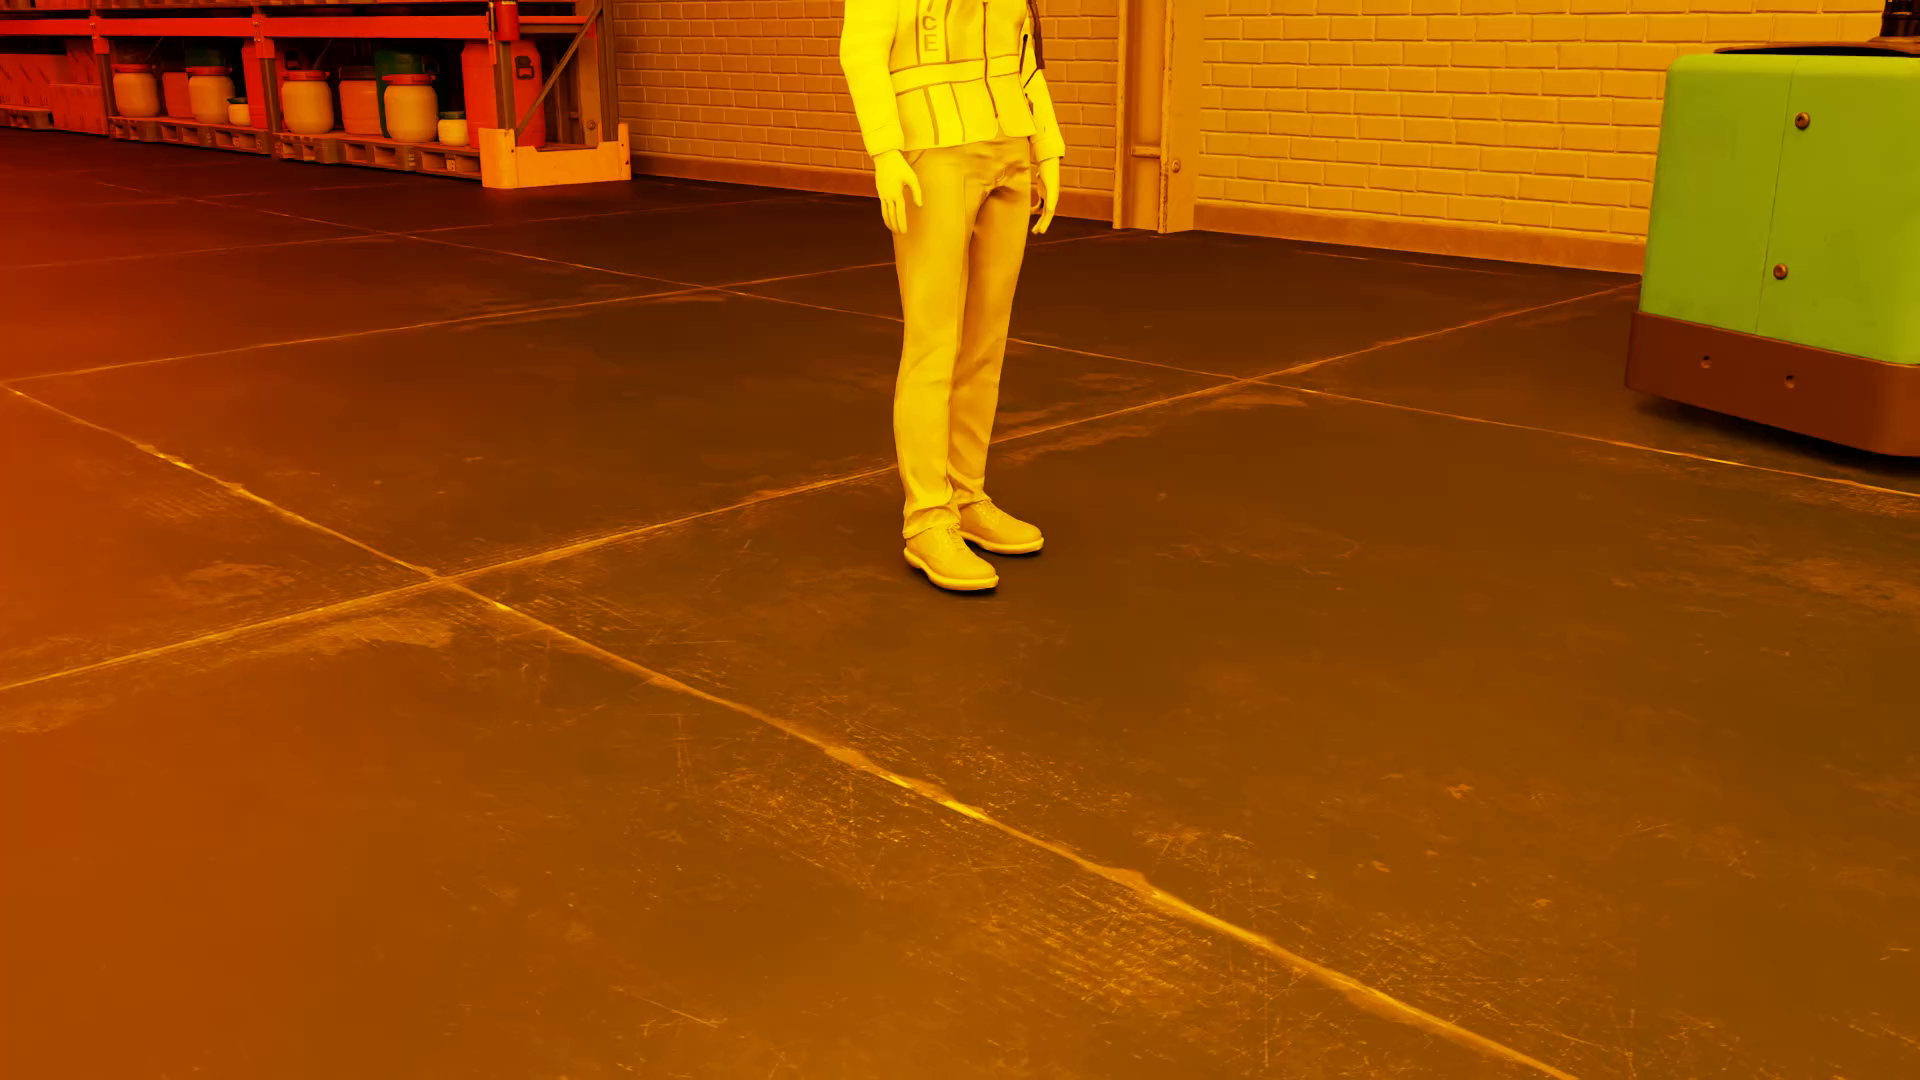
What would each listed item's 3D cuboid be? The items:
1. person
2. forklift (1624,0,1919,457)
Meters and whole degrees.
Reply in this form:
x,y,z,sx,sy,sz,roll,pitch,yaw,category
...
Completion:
x,y,z,sx,sy,sz,roll,pitch,yaw,category
0.043,-0.801,3.594,0.533,1.696,0.588,16,23,42,person
3.650,-1.850,4.921,3.031,2.935,1.130,-7,18,-21,forklift
